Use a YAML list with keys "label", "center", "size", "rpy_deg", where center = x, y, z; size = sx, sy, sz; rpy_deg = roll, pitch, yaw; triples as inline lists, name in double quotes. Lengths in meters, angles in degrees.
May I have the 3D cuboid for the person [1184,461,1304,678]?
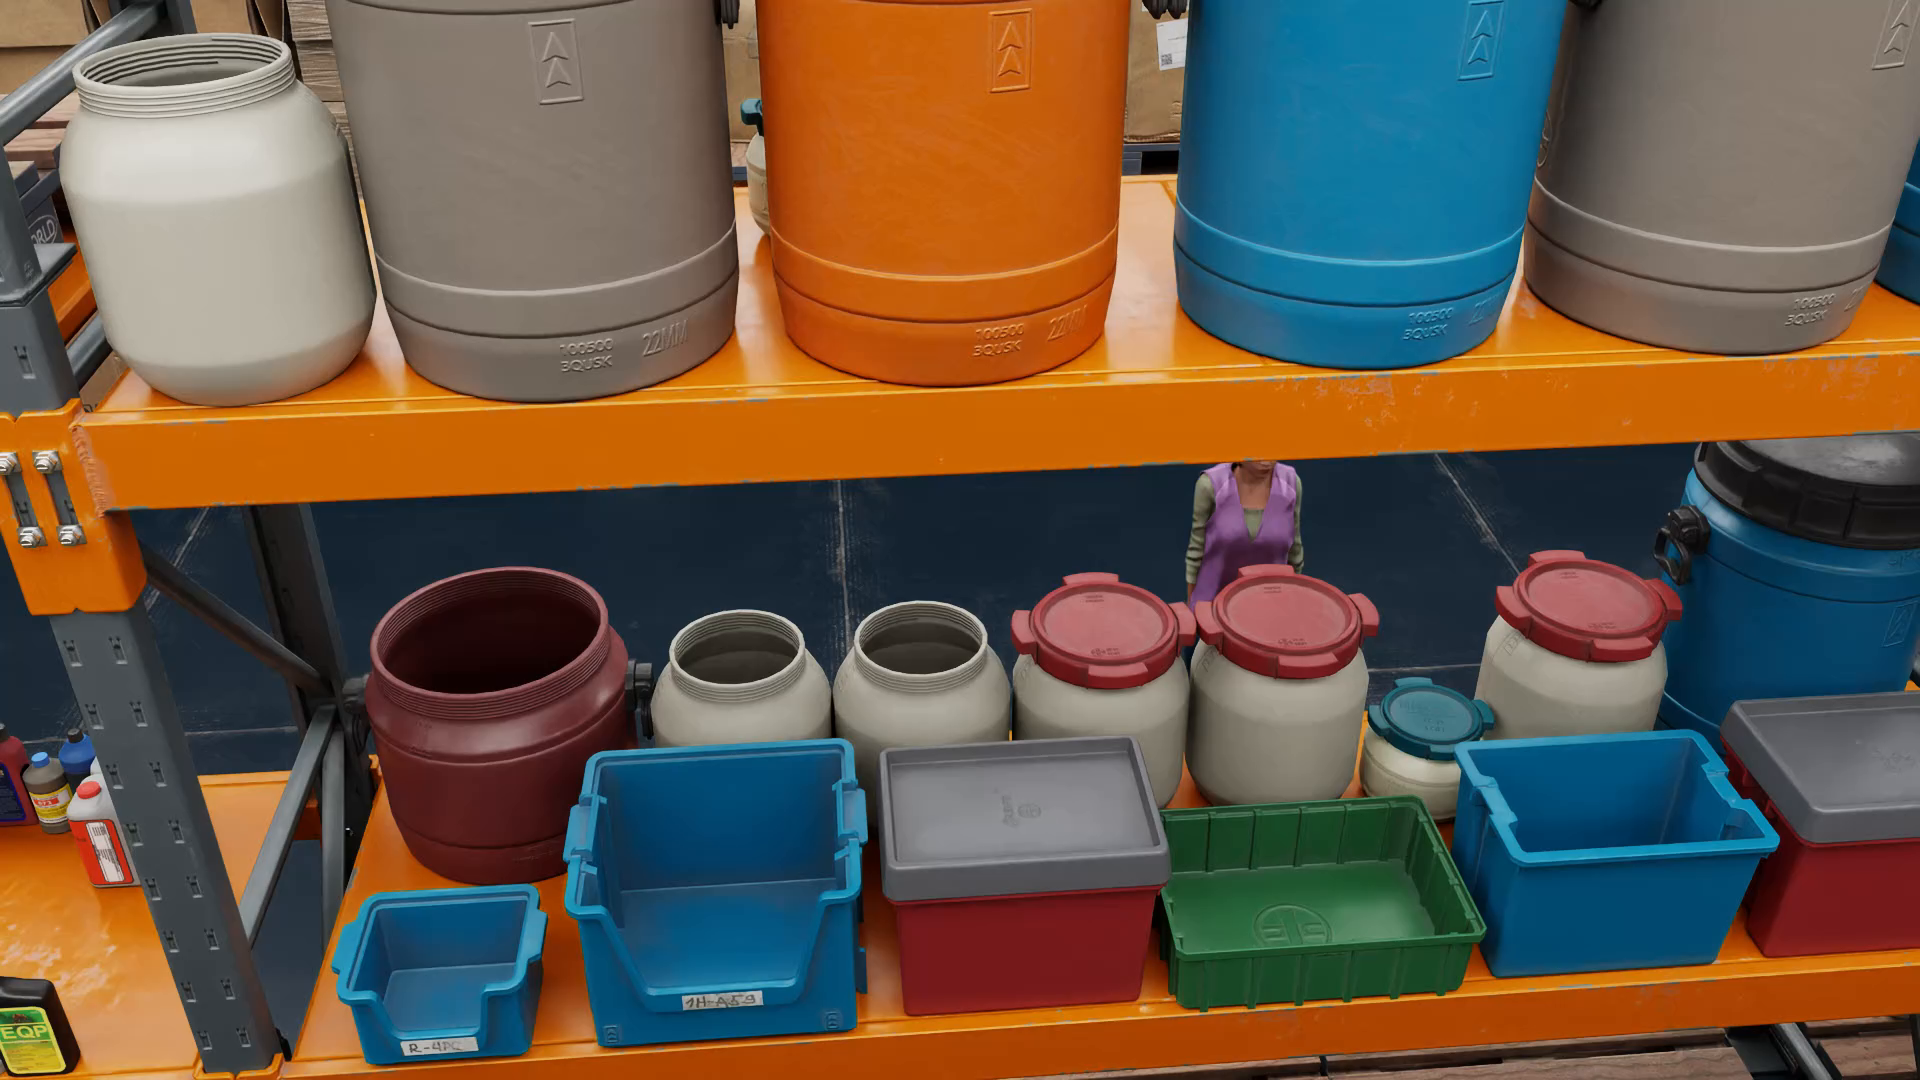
- label: "person"
  center: [0.963, 0.263, 5.730]
  size: [0.406, 1.612, 0.338]
  rpy_deg: [-2, 32, -3]
